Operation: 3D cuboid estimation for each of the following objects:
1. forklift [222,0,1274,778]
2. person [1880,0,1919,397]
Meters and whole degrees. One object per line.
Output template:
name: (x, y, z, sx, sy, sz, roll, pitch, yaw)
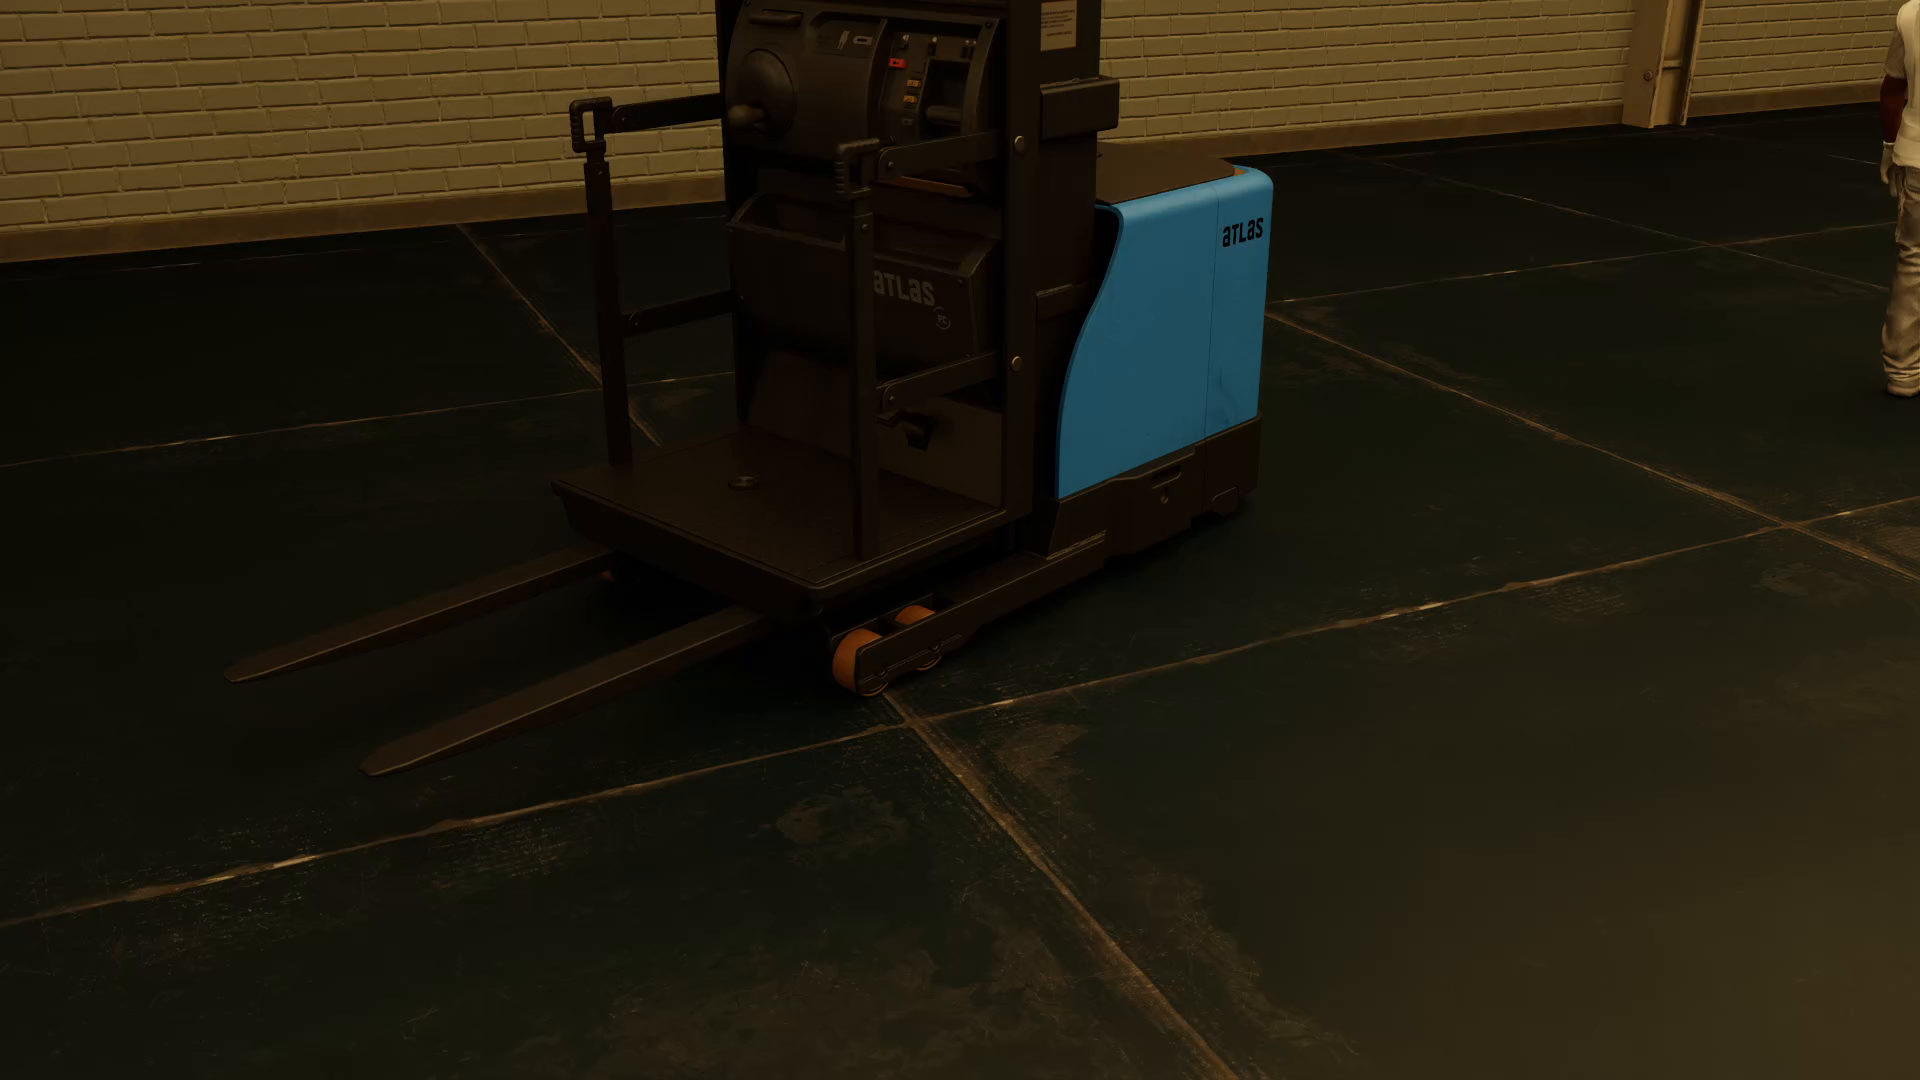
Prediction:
forklift: (-0.413, -1.182, 4.131, 1.130, 2.935, 3.031, 19, 29, 39)
person: (3.736, -1.400, 6.134, 0.577, 1.782, 0.657, -10, 25, -23)
